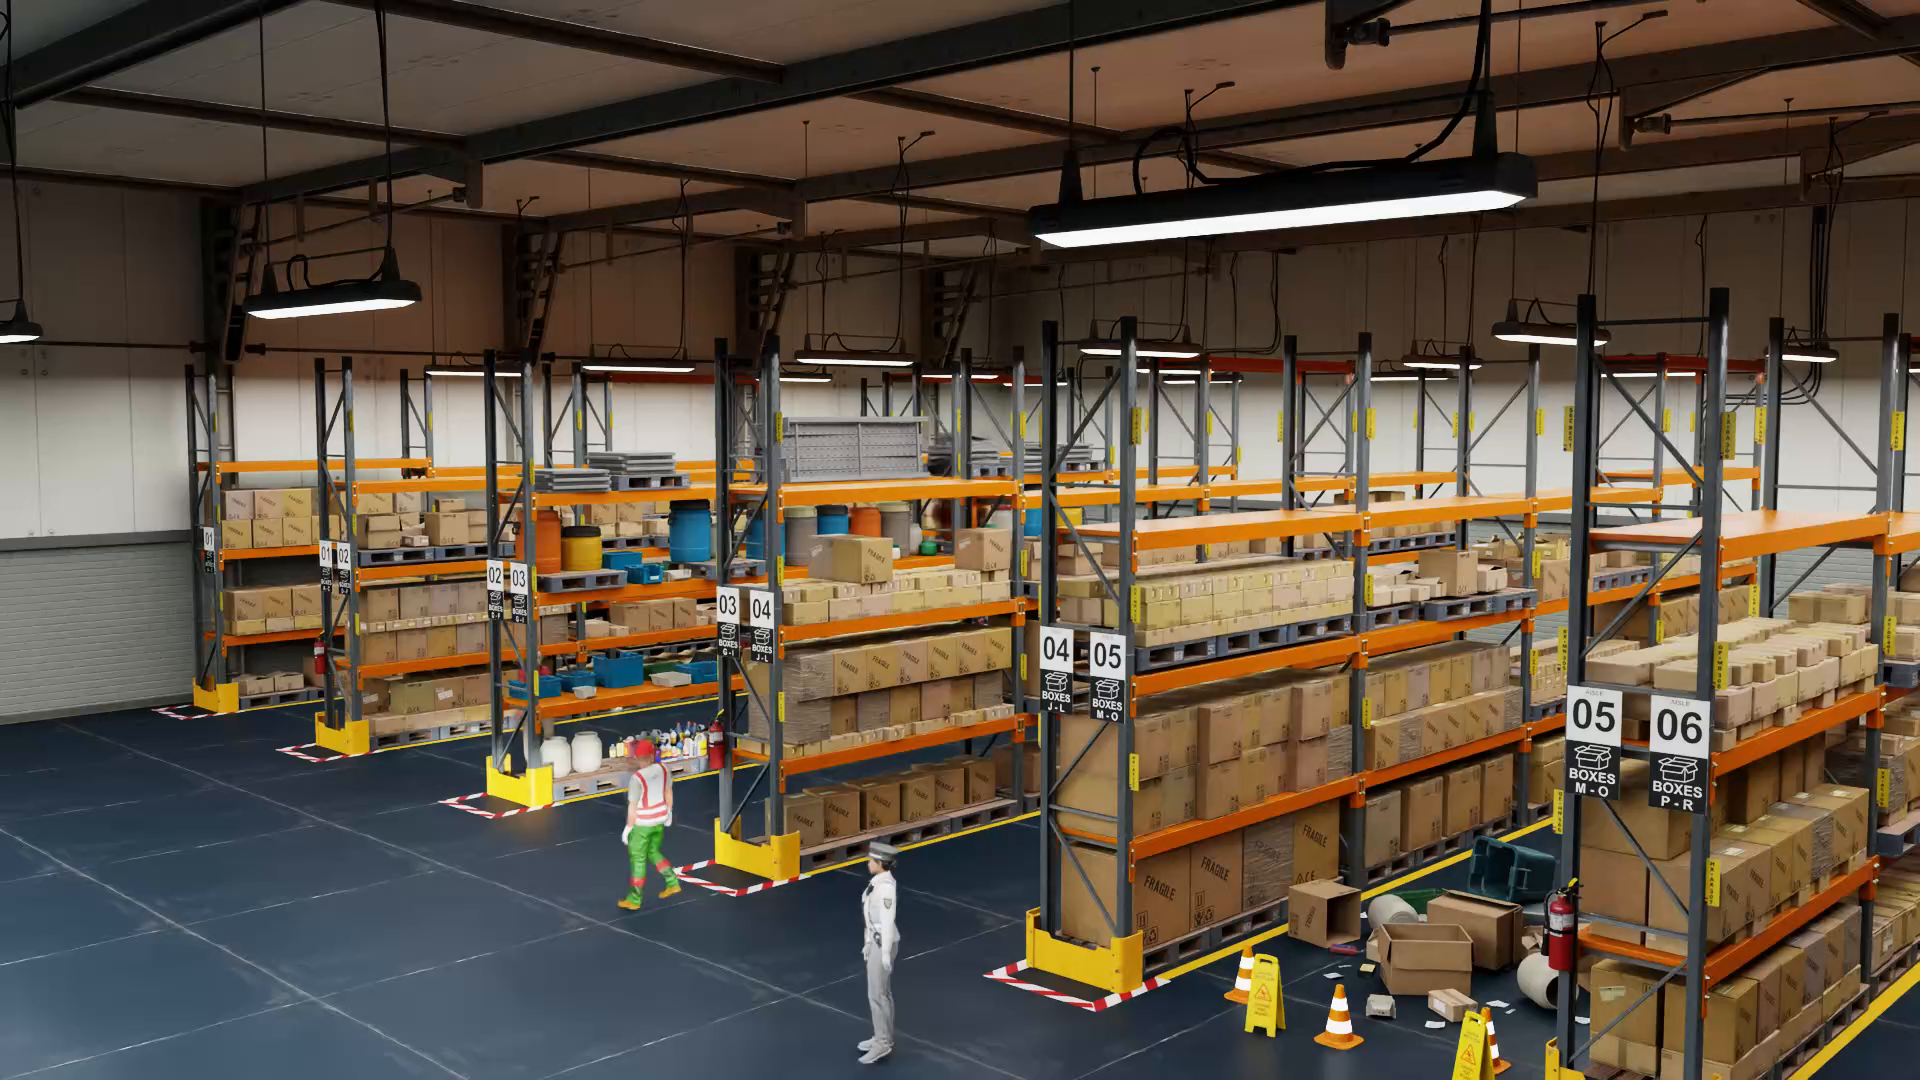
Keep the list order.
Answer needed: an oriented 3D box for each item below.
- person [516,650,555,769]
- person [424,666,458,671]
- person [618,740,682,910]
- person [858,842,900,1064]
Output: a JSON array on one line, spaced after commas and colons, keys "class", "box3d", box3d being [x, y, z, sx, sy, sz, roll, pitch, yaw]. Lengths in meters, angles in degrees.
[{"class": "person", "box3d": [-6.162, 2.477, 24.204, 0.610, 1.778, 0.405, -4, 6, -41]}, {"class": "person", "box3d": [-8.865, 2.122, 28.418, 0.577, 1.809, 0.444, -2, 5, -25]}, {"class": "person", "box3d": [-3.259, 2.948, 17.360, 0.595, 1.779, 0.649, 3, 5, 32]}, {"class": "person", "box3d": [-0.658, 3.311, 13.437, 0.351, 1.722, 0.555, 0, 4, -5]}]
